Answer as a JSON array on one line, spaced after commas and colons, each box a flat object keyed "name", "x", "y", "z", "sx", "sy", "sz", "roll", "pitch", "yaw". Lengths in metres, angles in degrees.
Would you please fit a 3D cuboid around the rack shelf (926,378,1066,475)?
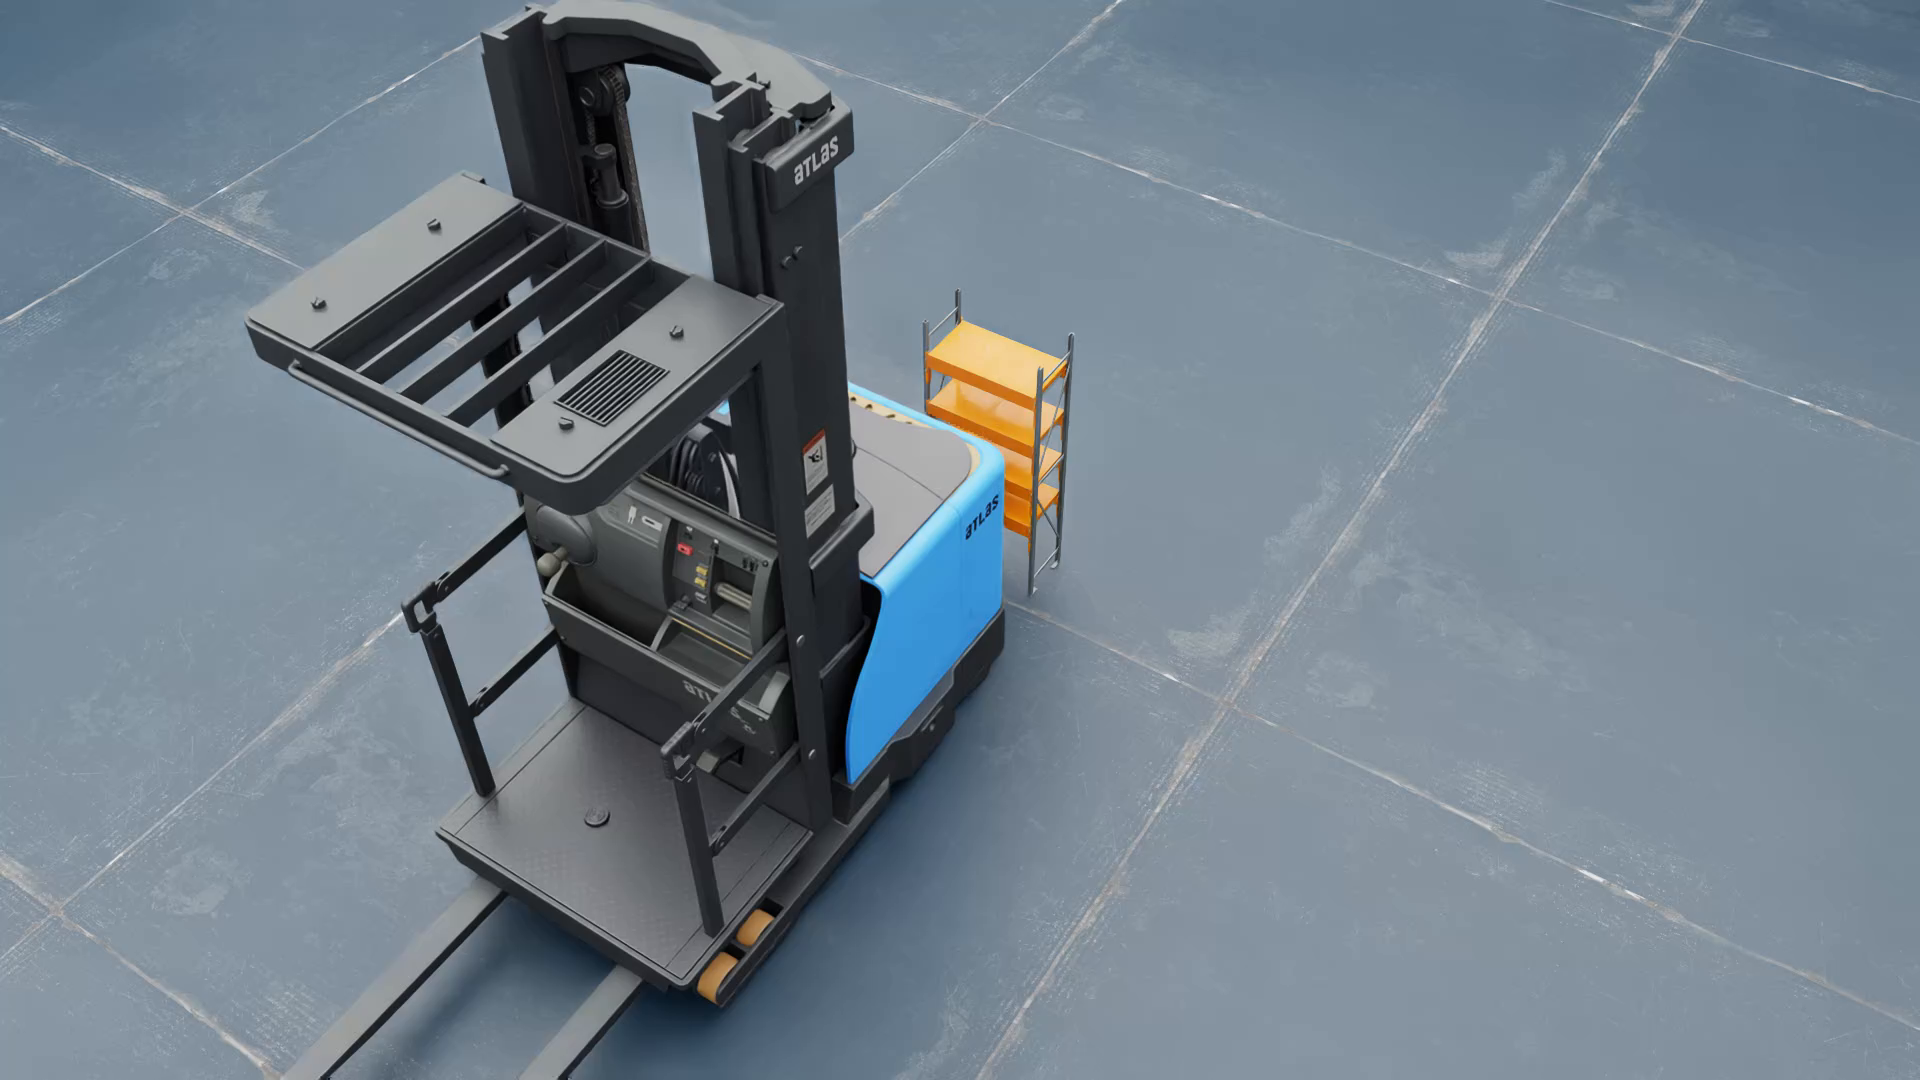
[{"name": "rack shelf", "x": 0.139, "y": -0.463, "z": 6.367, "sx": 0.480, "sy": 0.148, "sz": 0.258, "roll": 25, "pitch": 51, "yaw": 22}]

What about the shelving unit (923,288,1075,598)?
[{"name": "shelving unit", "x": 0.139, "y": -0.354, "z": 6.479, "sx": 0.503, "sy": 1.200, "sz": 0.258, "roll": 25, "pitch": 51, "yaw": 22}]

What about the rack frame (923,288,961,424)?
[{"name": "rack frame", "x": -0.066, "y": -0.449, "z": 6.571, "sx": 0.015, "sy": 1.200, "sz": 0.240, "roll": 25, "pitch": 51, "yaw": 22}]

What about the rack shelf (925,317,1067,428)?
[{"name": "rack shelf", "x": 0.139, "y": -0.628, "z": 6.197, "sx": 0.480, "sy": 0.148, "sz": 0.258, "roll": 25, "pitch": 51, "yaw": 22}]

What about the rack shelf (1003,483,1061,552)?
[{"name": "rack shelf", "x": 0.139, "y": -0.169, "z": 6.670, "sx": 0.480, "sy": 0.148, "sz": 0.258, "roll": 25, "pitch": 51, "yaw": 22}]

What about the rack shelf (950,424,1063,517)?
[{"name": "rack shelf", "x": 0.139, "y": -0.307, "z": 6.527, "sx": 0.480, "sy": 0.148, "sz": 0.258, "roll": 25, "pitch": 51, "yaw": 22}]

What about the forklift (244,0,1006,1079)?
[{"name": "forklift", "x": -1.049, "y": 0.112, "z": 4.819, "sx": 1.130, "sy": 2.935, "sz": 3.031, "roll": 25, "pitch": 51, "yaw": 22}]

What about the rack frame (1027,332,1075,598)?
[{"name": "rack frame", "x": 0.345, "y": -0.260, "z": 6.387, "sx": 0.015, "sy": 1.200, "sz": 0.240, "roll": 25, "pitch": 51, "yaw": 22}]
